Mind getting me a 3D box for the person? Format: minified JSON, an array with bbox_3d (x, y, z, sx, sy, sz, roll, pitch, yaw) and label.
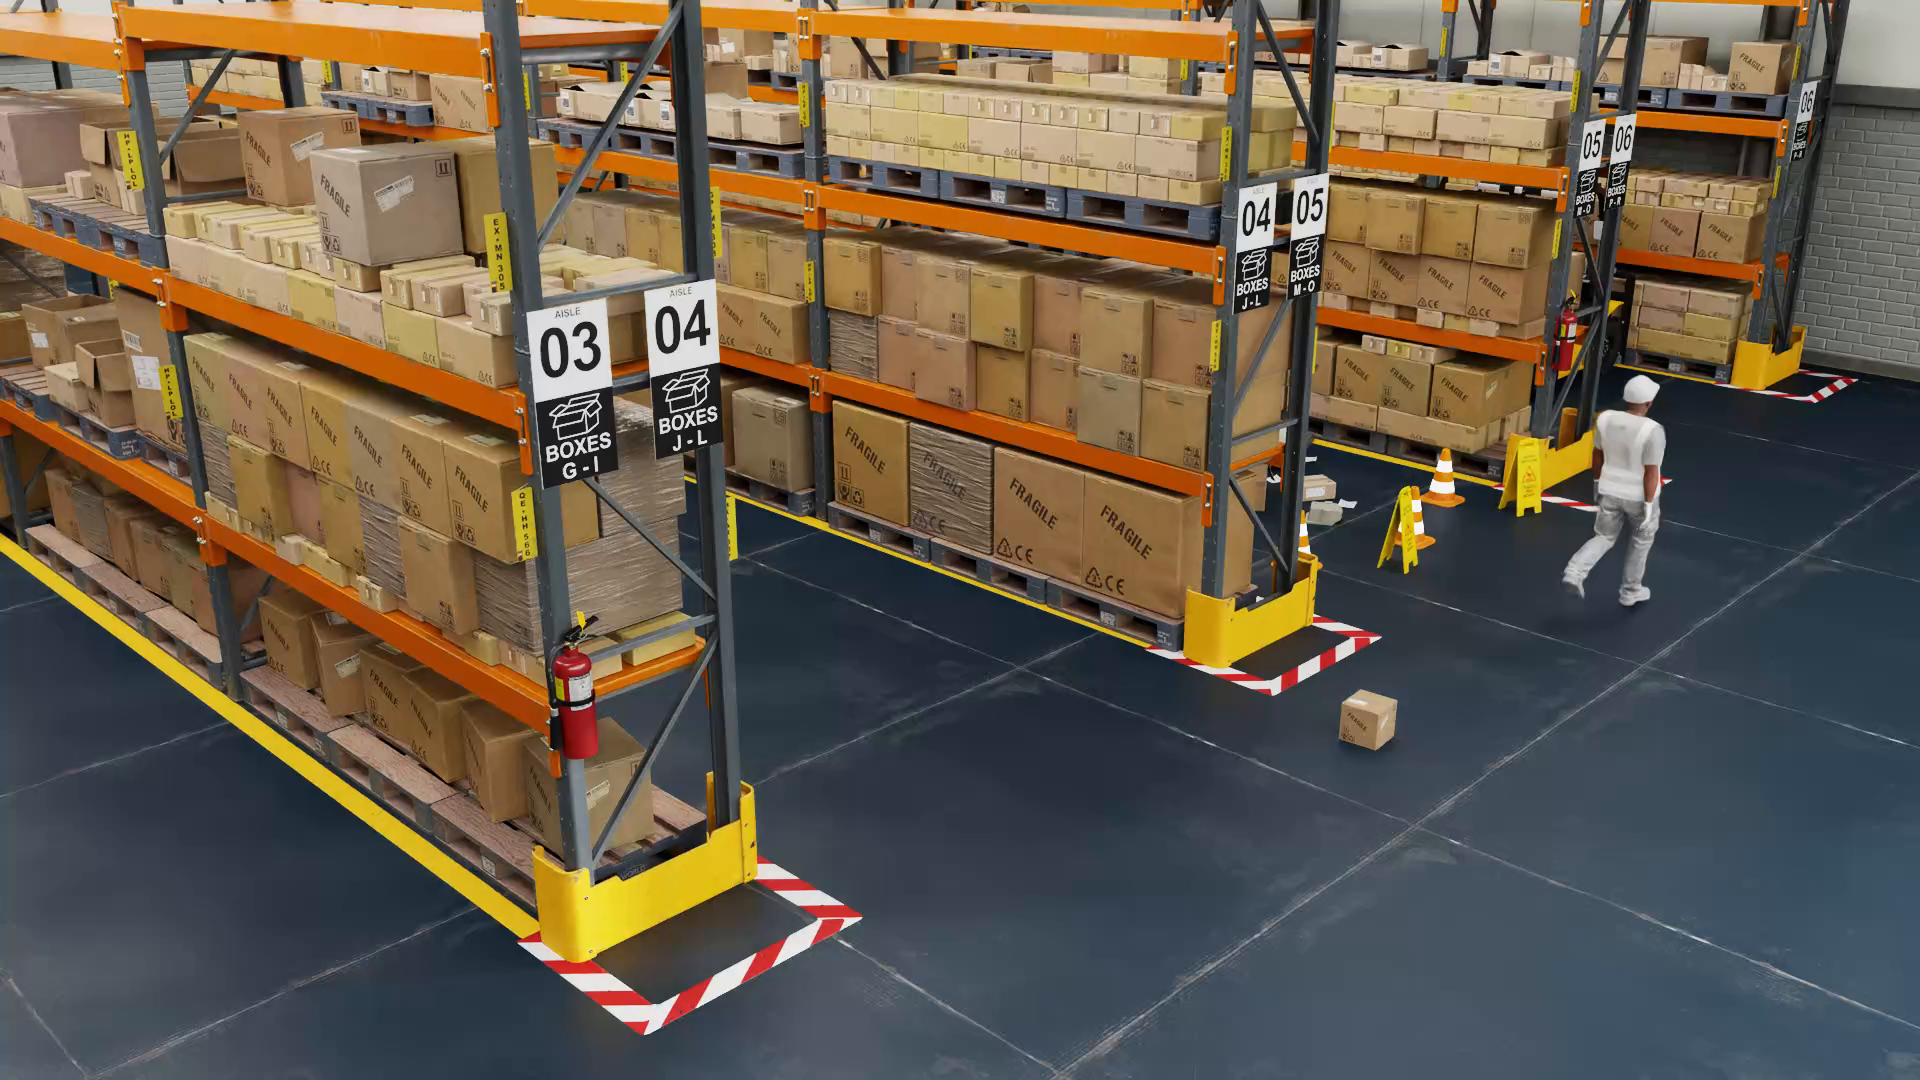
[{"bbox_3d":[4.746,-0.334,11.931,0.866,1.755,0.554,-15,25,-34],"label":"person"}]
